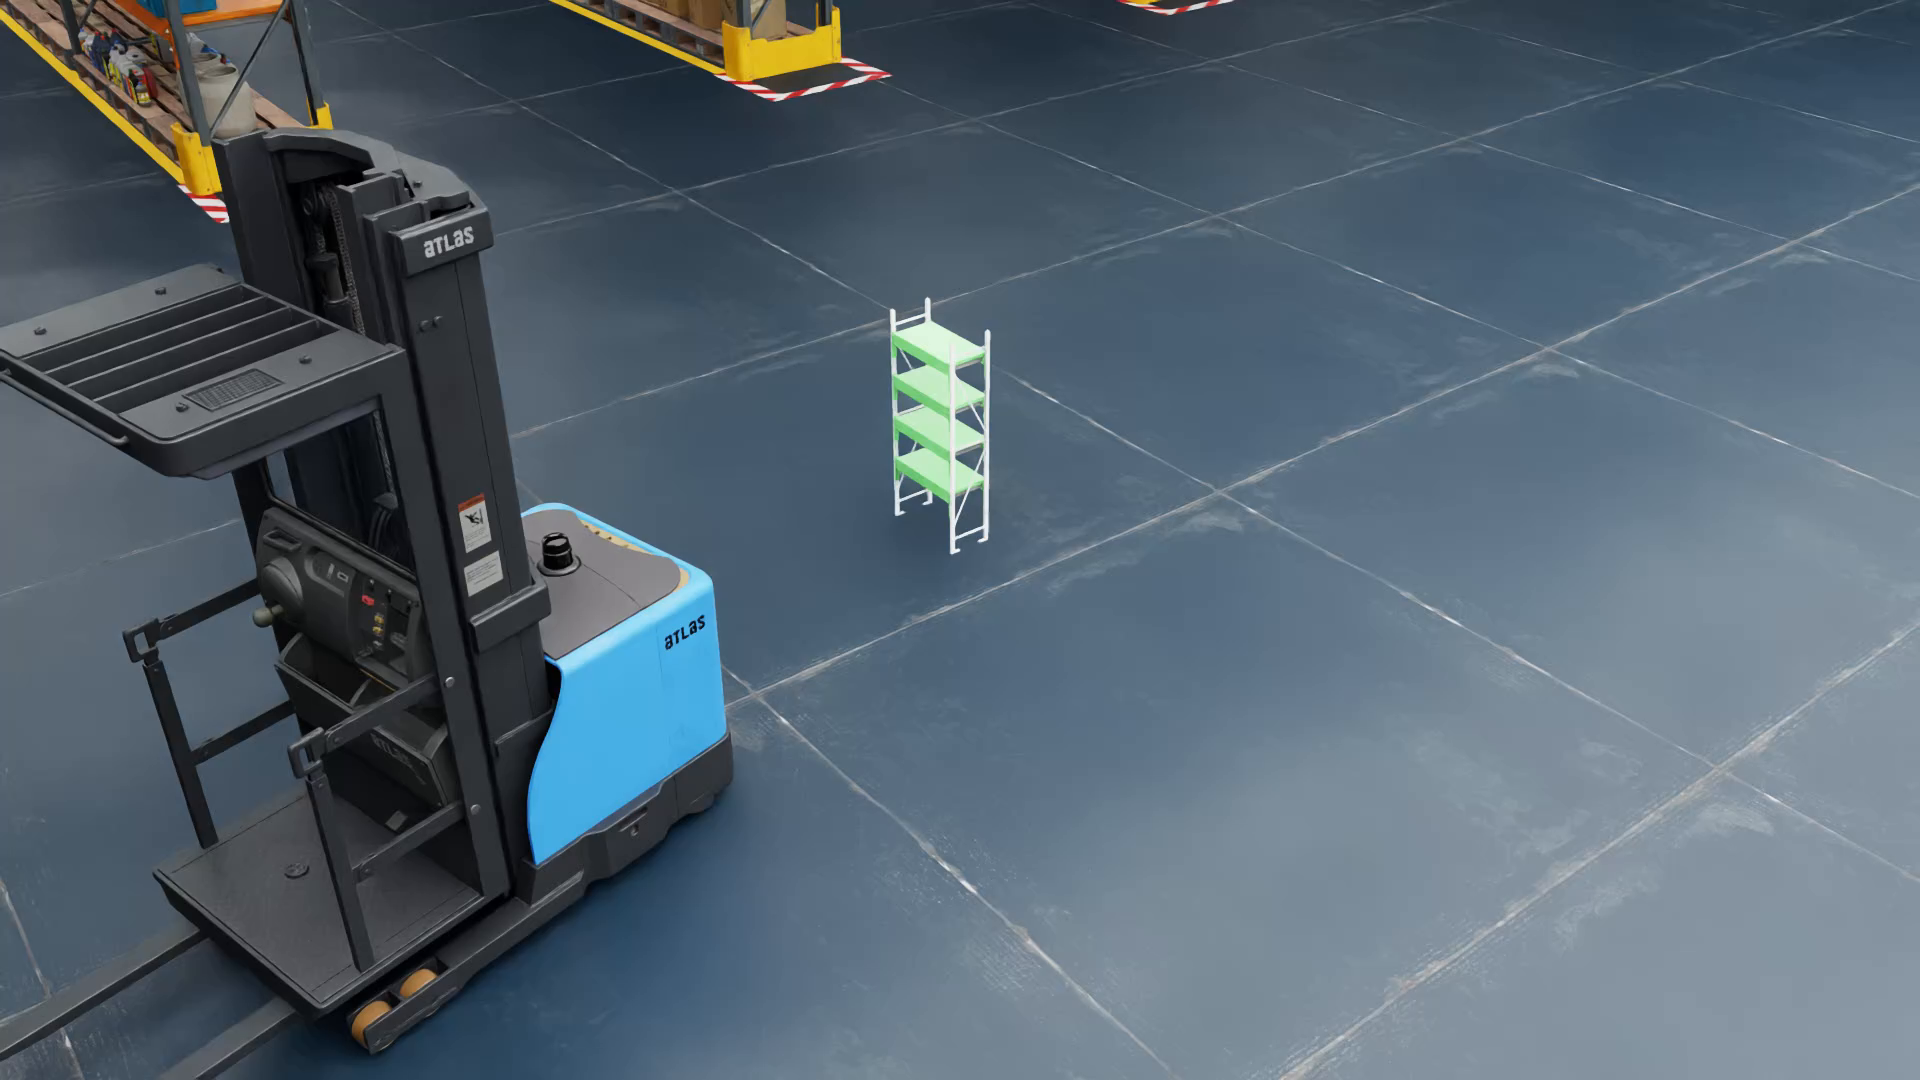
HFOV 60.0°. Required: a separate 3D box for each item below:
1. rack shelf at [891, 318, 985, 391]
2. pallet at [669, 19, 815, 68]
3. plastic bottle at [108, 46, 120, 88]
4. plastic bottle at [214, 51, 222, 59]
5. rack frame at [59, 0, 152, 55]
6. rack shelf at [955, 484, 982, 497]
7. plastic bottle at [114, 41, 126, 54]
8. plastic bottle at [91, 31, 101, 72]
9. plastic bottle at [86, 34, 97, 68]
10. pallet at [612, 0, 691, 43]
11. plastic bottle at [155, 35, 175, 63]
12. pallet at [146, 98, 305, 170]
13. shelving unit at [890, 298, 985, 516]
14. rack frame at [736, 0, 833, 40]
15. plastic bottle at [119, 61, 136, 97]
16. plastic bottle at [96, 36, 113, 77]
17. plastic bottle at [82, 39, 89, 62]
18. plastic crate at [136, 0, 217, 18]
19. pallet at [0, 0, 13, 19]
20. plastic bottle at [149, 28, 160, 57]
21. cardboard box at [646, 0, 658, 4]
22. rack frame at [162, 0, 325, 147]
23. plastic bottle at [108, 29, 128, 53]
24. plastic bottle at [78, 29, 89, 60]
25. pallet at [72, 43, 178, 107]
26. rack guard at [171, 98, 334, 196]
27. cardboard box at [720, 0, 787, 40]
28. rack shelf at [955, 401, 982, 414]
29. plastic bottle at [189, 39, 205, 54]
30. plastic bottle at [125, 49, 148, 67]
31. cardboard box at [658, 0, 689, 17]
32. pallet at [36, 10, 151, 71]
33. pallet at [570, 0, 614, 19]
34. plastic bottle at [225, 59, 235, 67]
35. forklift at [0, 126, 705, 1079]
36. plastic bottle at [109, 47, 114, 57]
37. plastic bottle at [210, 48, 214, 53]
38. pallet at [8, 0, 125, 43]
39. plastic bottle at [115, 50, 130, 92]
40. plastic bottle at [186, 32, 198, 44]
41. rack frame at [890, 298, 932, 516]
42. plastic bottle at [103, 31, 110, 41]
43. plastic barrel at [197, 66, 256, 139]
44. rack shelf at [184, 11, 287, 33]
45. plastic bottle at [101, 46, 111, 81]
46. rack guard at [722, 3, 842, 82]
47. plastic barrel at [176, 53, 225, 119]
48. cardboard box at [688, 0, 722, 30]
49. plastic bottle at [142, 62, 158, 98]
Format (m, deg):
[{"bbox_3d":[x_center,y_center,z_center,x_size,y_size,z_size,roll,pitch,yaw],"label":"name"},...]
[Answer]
[{"bbox_3d":[-0.101,-0.932,8.325,0.258,0.148,0.480,-22,38,-31],"label":"rack shelf"},{"bbox_3d":[-2.174,-5.019,16.632,1.003,0.211,1.213,-22,38,-31],"label":"pallet"},{"bbox_3d":[-7.478,-4.222,14.799,0.144,0.351,0.185,-23,38,-32],"label":"plastic bottle"},{"bbox_3d":[-6.645,-4.247,14.914,0.097,0.271,0.097,0,32,0],"label":"plastic bottle"},{"bbox_3d":[-8.022,-5.887,15.385,1.000,3.000,0.127,-22,38,-31],"label":"rack frame"},{"bbox_3d":[-0.102,-0.345,8.690,0.199,0.029,0.442,-22,38,-31],"label":"rack shelf"},{"bbox_3d":[-7.671,-4.423,15.197,0.097,0.271,0.097,0,32,0],"label":"plastic bottle"},{"bbox_3d":[-7.855,-4.478,15.210,0.144,0.351,0.185,-21,38,-30],"label":"plastic bottle"},{"bbox_3d":[-7.953,-4.516,15.343,0.152,0.276,0.135,-21,37,-30],"label":"plastic bottle"},{"bbox_3d":[-2.918,-5.528,17.450,1.003,0.211,1.213,-22,38,-31],"label":"pallet"},{"bbox_3d":[-7.383,-4.603,15.483,0.152,0.276,0.135,-22,38,-31],"label":"plastic bottle"},{"bbox_3d":[-6.147,-3.392,14.011,1.003,0.211,1.213,-22,38,-31],"label":"pallet"},{"bbox_3d":[-0.105,-0.581,8.548,0.258,1.200,0.492,-22,38,-31],"label":"shelving unit"},{"bbox_3d":[-1.657,-5.822,15.281,1.000,3.000,0.127,-22,38,-31],"label":"rack frame"},{"bbox_3d":[-7.260,-4.045,14.584,0.152,0.276,0.135,-23,39,-33],"label":"plastic bottle"},{"bbox_3d":[-7.739,-4.399,15.084,0.144,0.351,0.185,-24,39,-33],"label":"plastic bottle"},{"bbox_3d":[-8.111,-4.568,15.497,0.097,0.201,0.097,0,32,0],"label":"plastic bottle"},{"bbox_3d":[-7.911,-5.581,14.833,0.499,0.464,6.483,-22,38,-31],"label":"plastic crate"},{"bbox_3d":[-10.030,-6.034,18.265,1.003,0.211,1.213,-22,38,-31],"label":"pallet"},{"bbox_3d":[-7.513,-4.727,15.611,0.144,0.351,0.185,-22,38,-31],"label":"plastic bottle"},{"bbox_3d":[-3.096,-5.957,17.469,0.500,0.500,0.500,-26,40,-35],"label":"cardboard box"},{"bbox_3d":[-5.569,-4.220,12.701,1.000,3.000,0.127,-22,38,-31],"label":"rack frame"},{"bbox_3d":[-7.741,-4.525,15.286,0.144,0.351,0.185,-22,38,-31],"label":"plastic bottle"},{"bbox_3d":[-8.173,-4.640,15.547,0.097,0.271,0.097,0,32,0],"label":"plastic bottle"},{"bbox_3d":[-7.643,-4.409,15.649,1.003,0.211,1.213,-22,38,-31],"label":"pallet"},{"bbox_3d":[-5.653,-3.174,13.387,1.175,0.500,0.348,-22,38,-31],"label":"rack guard"},{"bbox_3d":[-2.026,-5.205,16.258,0.500,0.500,0.500,-15,35,-23],"label":"cardboard box"},{"bbox_3d":[-0.101,-0.753,8.437,0.199,0.029,0.442,-22,38,-31],"label":"rack shelf"},{"bbox_3d":[-6.987,-4.458,15.249,0.152,0.276,0.135,-22,38,-31],"label":"plastic bottle"},{"bbox_3d":[-7.377,-4.249,14.912,0.152,0.276,0.135,-22,38,-31],"label":"plastic bottle"},{"bbox_3d":[-2.789,-5.710,17.071,0.500,0.500,0.500,-19,36,-27],"label":"cardboard box"},{"bbox_3d":[-8.534,-5.017,16.628,1.003,0.211,1.213,-22,38,-31],"label":"pallet"},{"bbox_3d":[-3.670,-6.036,18.269,1.003,0.211,1.213,-22,38,-31],"label":"pallet"},{"bbox_3d":[-6.435,-4.104,14.684,0.097,0.271,0.097,0,32,0],"label":"plastic bottle"},{"bbox_3d":[-2.266,0.251,5.567,1.121,2.935,3.031,23,38,32],"label":"forklift"},{"bbox_3d":[-7.619,-4.316,15.026,0.097,0.271,0.097,0,32,0],"label":"plastic bottle"},{"bbox_3d":[-6.706,-4.289,14.981,0.097,0.271,0.097,0,32,0],"label":"plastic bottle"},{"bbox_3d":[-9.287,-5.526,17.447,1.003,0.211,1.213,-22,38,-31],"label":"pallet"},{"bbox_3d":[-7.364,-4.145,14.674,0.144,0.351,0.185,-21,37,-29],"label":"plastic bottle"},{"bbox_3d":[-7.084,-4.559,15.341,0.144,0.351,0.185,-23,38,-32],"label":"plastic bottle"},{"bbox_3d":[-0.251,-0.680,8.708,0.240,1.200,0.015,-22,38,-31],"label":"rack frame"},{"bbox_3d":[-7.869,-4.554,15.397,0.061,0.283,0.133,-22,38,-31],"label":"plastic bottle"},{"bbox_3d":[-6.033,-3.591,13.649,0.421,0.512,0.421,0,32,0],"label":"plastic barrel"},{"bbox_3d":[-6.796,-4.809,14.195,0.831,0.071,3.687,-22,38,-31],"label":"rack shelf"},{"bbox_3d":[-7.671,-4.288,14.969,0.061,0.283,0.133,-20,37,-29],"label":"plastic bottle"},{"bbox_3d":[-1.703,-4.792,15.992,1.175,0.500,0.348,-22,38,-31],"label":"rack guard"},{"bbox_3d":[-6.340,-3.800,13.985,0.421,0.512,0.421,0,32,0],"label":"plastic barrel"},{"bbox_3d":[-2.420,-5.443,16.641,0.614,0.500,0.614,-22,38,-31],"label":"cardboard box"},{"bbox_3d":[-7.091,-4.025,14.545,0.061,0.283,0.133,-22,38,-31],"label":"plastic bottle"}]
